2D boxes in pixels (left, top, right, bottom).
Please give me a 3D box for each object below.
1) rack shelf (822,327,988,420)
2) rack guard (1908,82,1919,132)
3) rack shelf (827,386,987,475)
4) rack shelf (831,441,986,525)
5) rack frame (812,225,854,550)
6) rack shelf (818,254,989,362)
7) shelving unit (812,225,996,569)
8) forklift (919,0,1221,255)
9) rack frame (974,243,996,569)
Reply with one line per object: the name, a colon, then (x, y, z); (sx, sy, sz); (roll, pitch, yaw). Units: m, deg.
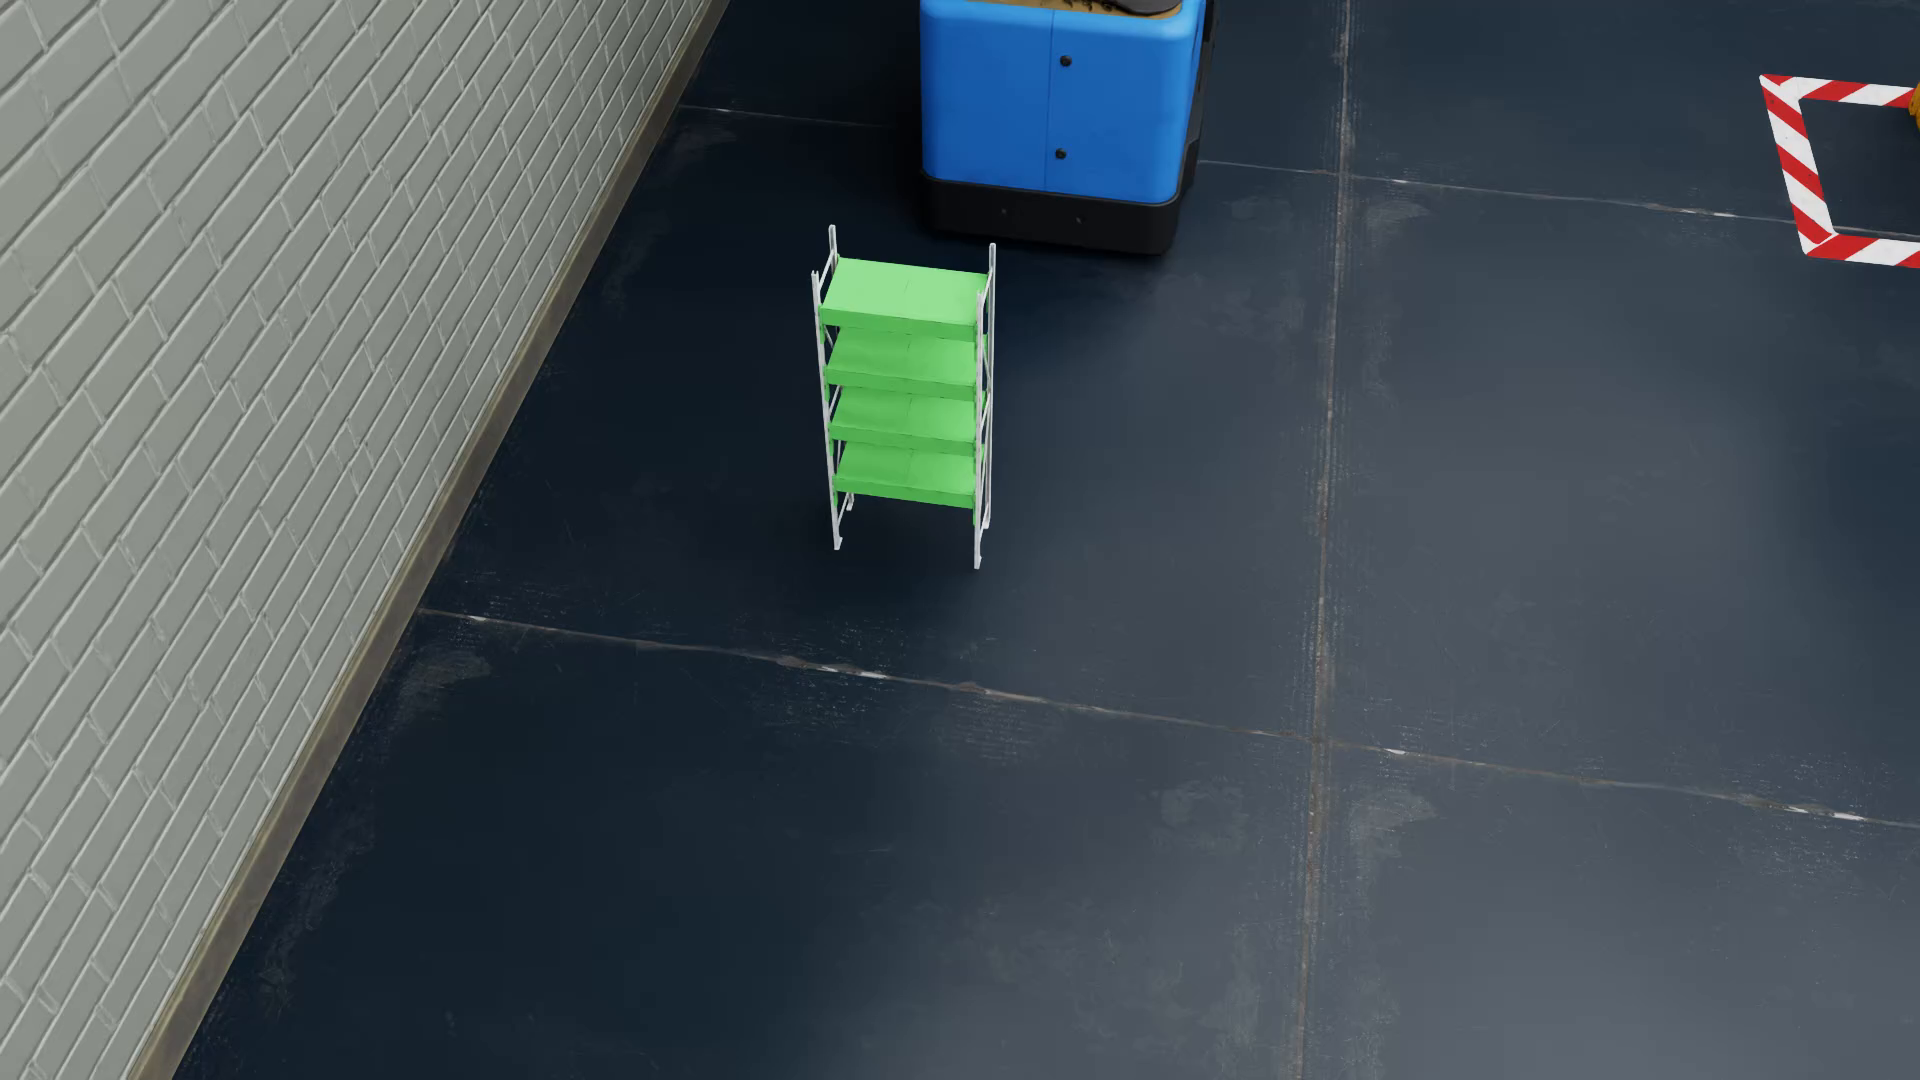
rack shelf: (-0.163, -0.541, 5.192); (0.480, 0.148, 0.258); (8, 49, 7)
rack guard: (4.354, -1.714, 6.954); (0.348, 0.500, 1.175); (8, 49, 7)
rack shelf: (-0.163, -0.380, 5.371); (0.480, 0.148, 0.258); (8, 49, 7)
rack shelf: (-0.163, -0.220, 5.549); (0.480, 0.148, 0.258); (8, 49, 7)
rack frame: (-0.403, -0.455, 5.352); (0.015, 1.200, 0.240); (8, 49, 7)
rack shelf: (-0.163, -0.701, 5.014); (0.480, 0.148, 0.258); (8, 49, 7)
shelving unit: (-0.163, -0.423, 5.323); (0.503, 1.200, 0.258); (8, 49, 7)
forklift: (0.618, -3.244, 6.695); (1.130, 2.935, 3.031); (8, 49, 7)
rack frame: (0.077, -0.391, 5.294); (0.015, 1.200, 0.240); (8, 49, 7)
